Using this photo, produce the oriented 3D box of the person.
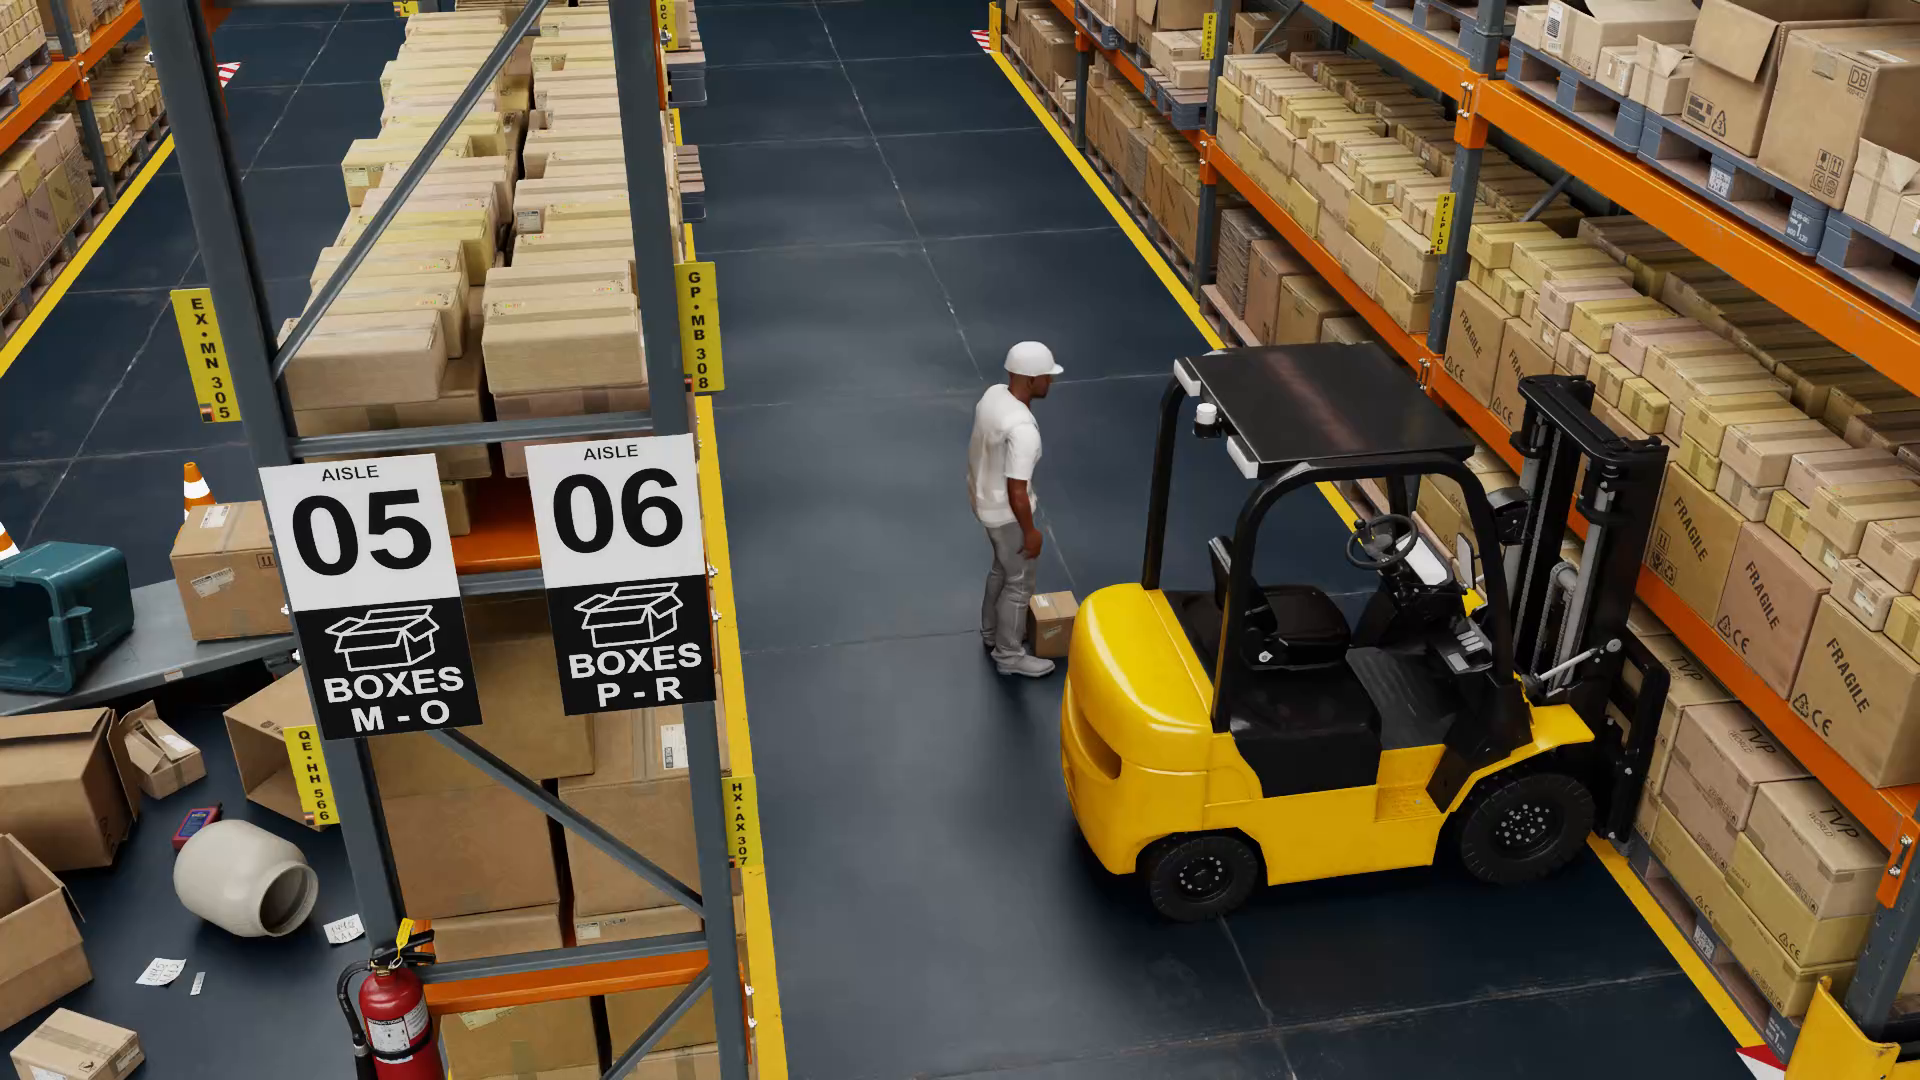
[{"bbox_3d":[0.280,-0.172,8.412,0.463,1.759,0.635,-6,31,-10],"label":"person"}]
